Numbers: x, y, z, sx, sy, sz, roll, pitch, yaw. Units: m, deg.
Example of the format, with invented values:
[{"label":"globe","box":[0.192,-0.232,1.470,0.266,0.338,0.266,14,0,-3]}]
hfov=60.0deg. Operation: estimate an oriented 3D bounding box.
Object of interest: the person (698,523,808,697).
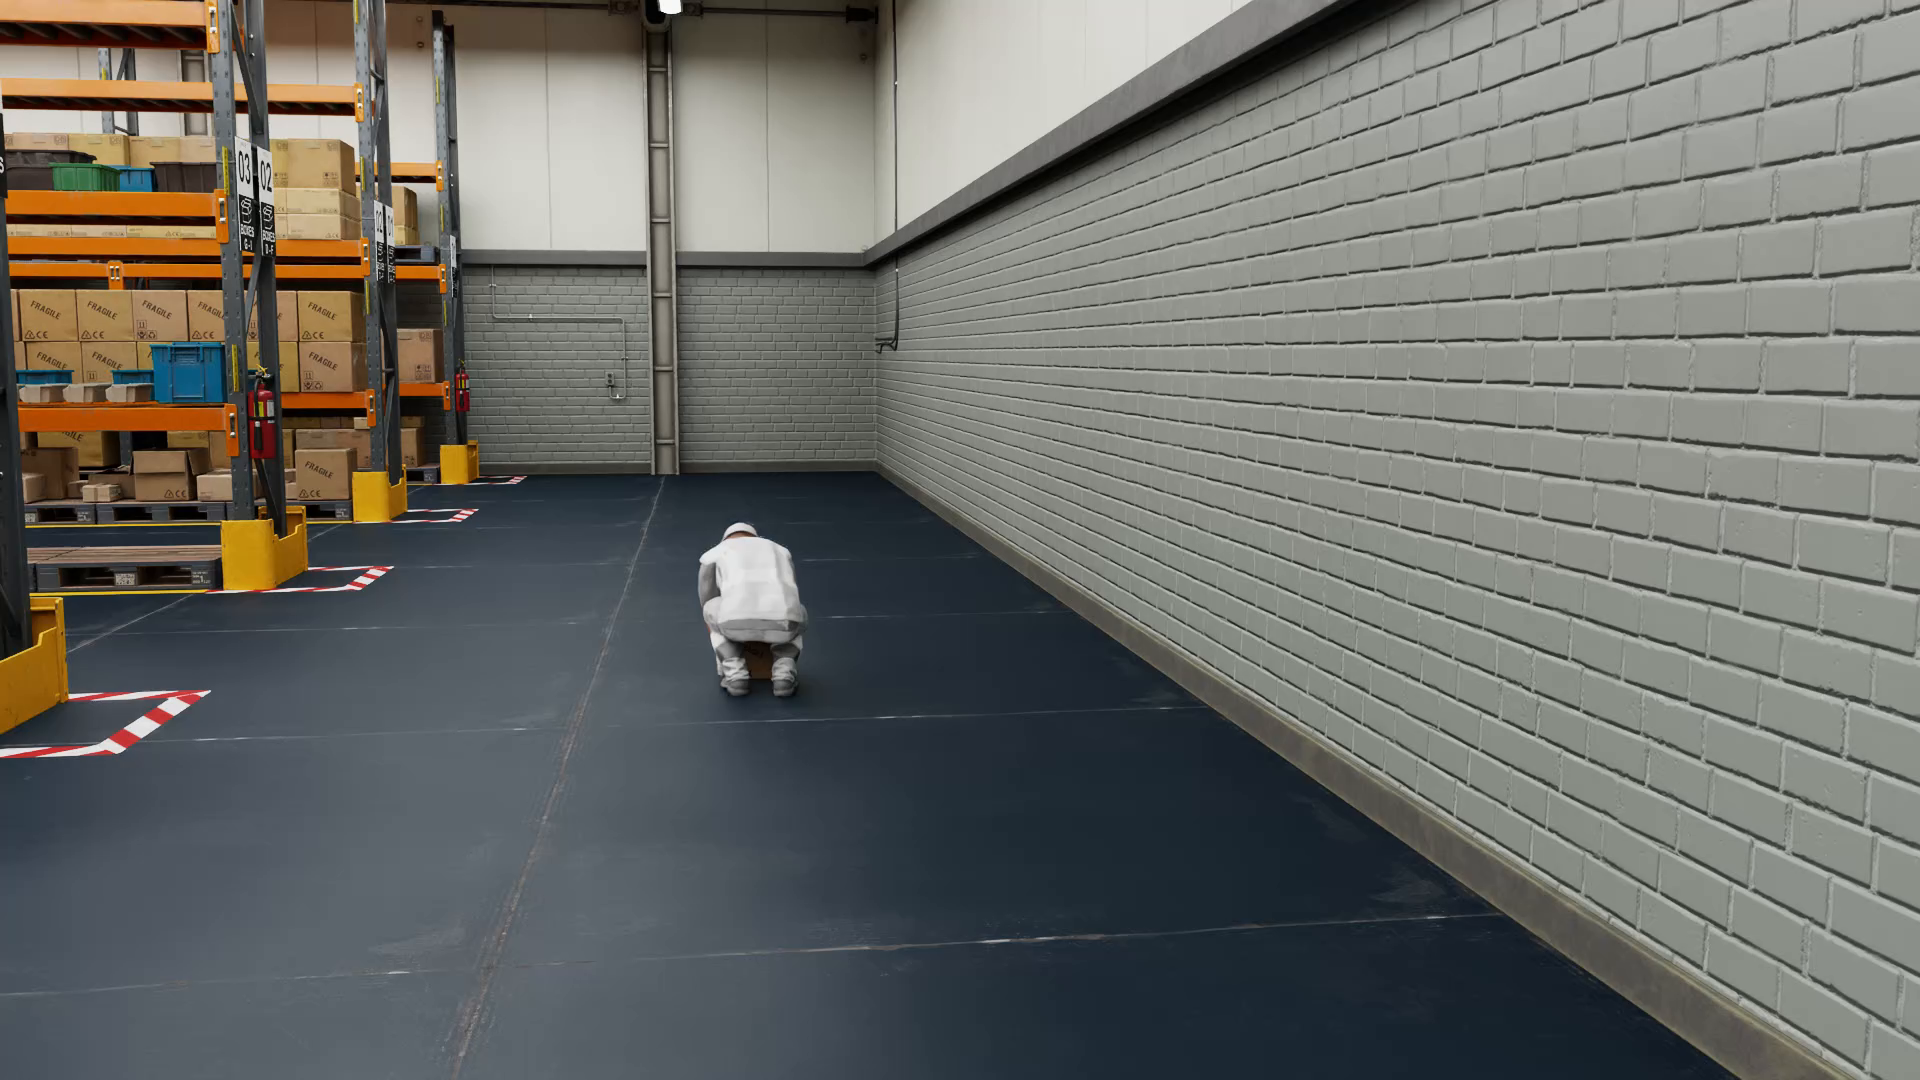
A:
[{"label":"person","box":[-1.047,0.381,8.427,0.552,0.874,0.910,-1,6,-9]}]
